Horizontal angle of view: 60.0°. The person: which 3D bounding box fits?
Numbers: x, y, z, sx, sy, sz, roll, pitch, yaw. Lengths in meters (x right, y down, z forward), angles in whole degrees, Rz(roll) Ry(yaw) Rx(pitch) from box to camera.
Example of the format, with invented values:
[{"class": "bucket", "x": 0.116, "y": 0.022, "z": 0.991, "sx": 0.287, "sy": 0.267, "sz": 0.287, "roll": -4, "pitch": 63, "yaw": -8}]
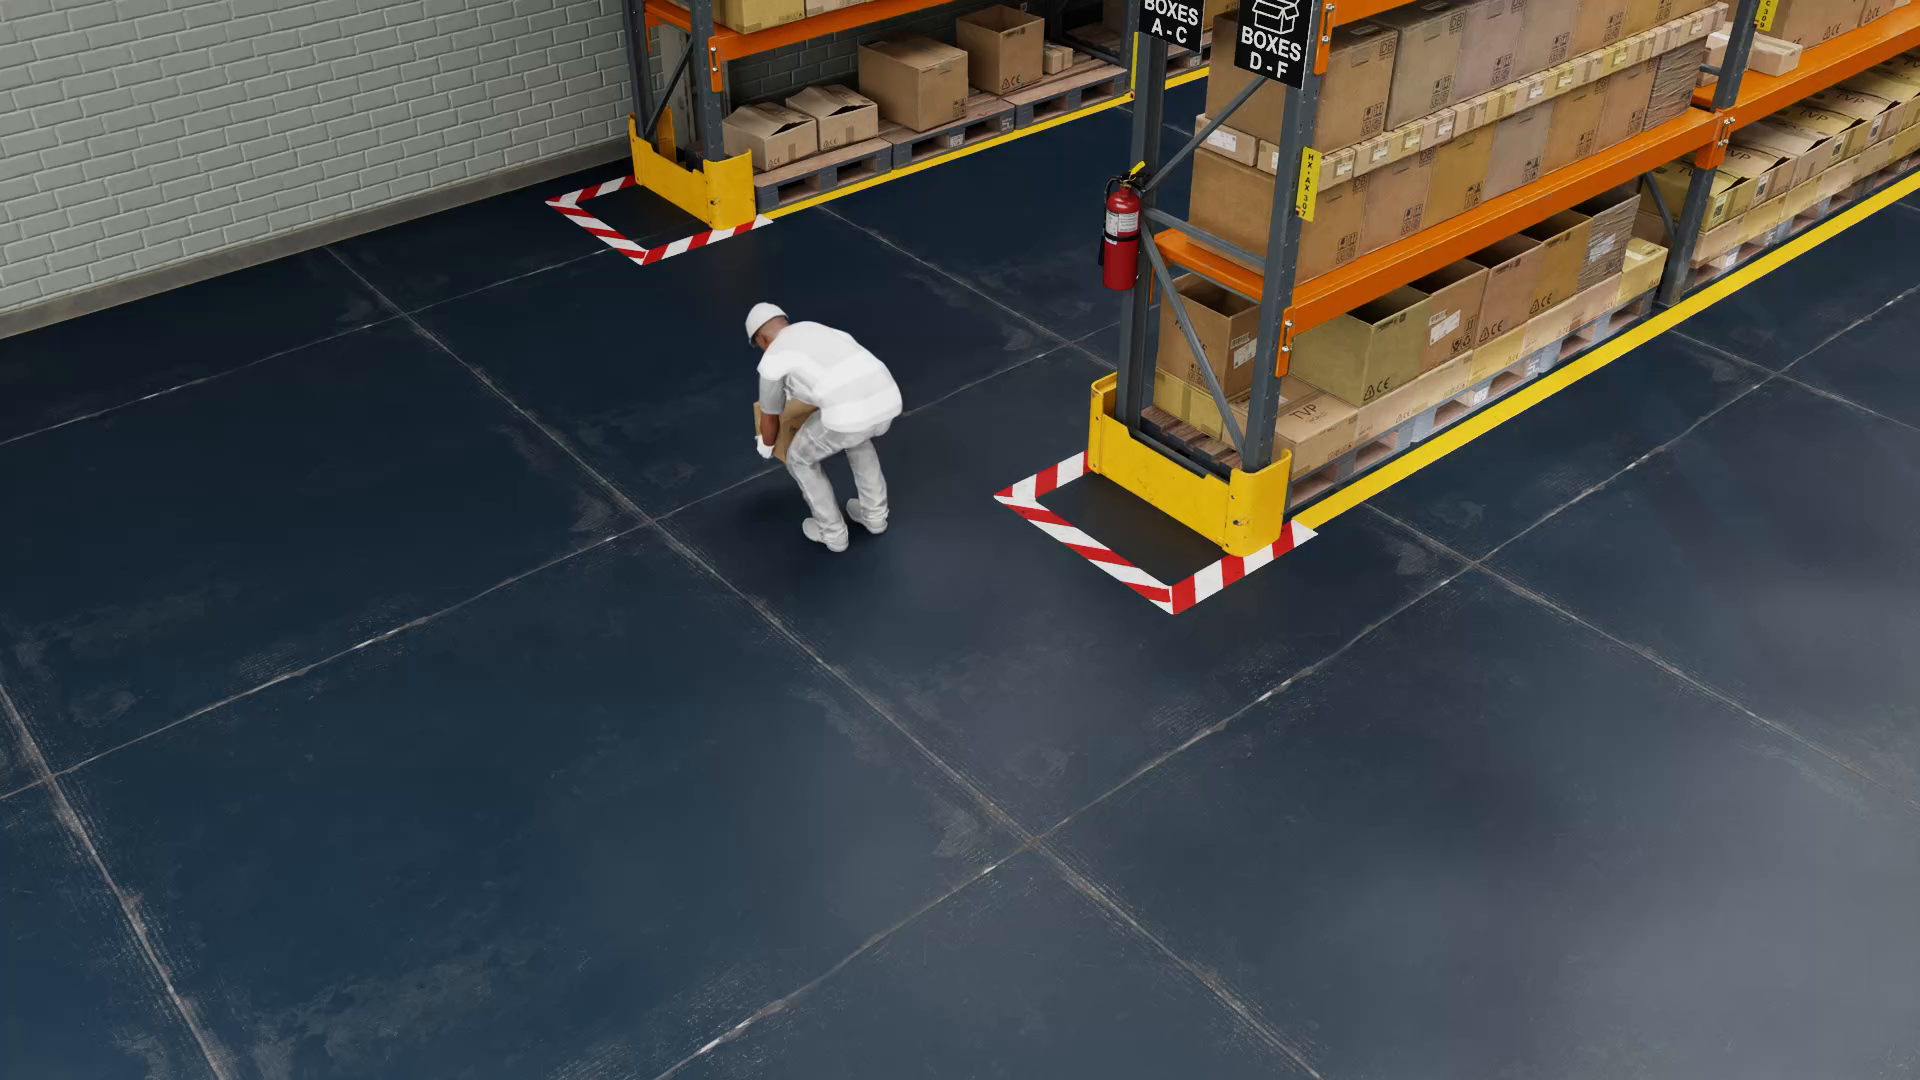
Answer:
[{"class": "person", "x": -0.717, "y": -0.576, "z": 8.449, "sx": 0.532, "sy": 1.103, "sz": 0.976, "roll": -28, "pitch": 44, "yaw": -34}]
